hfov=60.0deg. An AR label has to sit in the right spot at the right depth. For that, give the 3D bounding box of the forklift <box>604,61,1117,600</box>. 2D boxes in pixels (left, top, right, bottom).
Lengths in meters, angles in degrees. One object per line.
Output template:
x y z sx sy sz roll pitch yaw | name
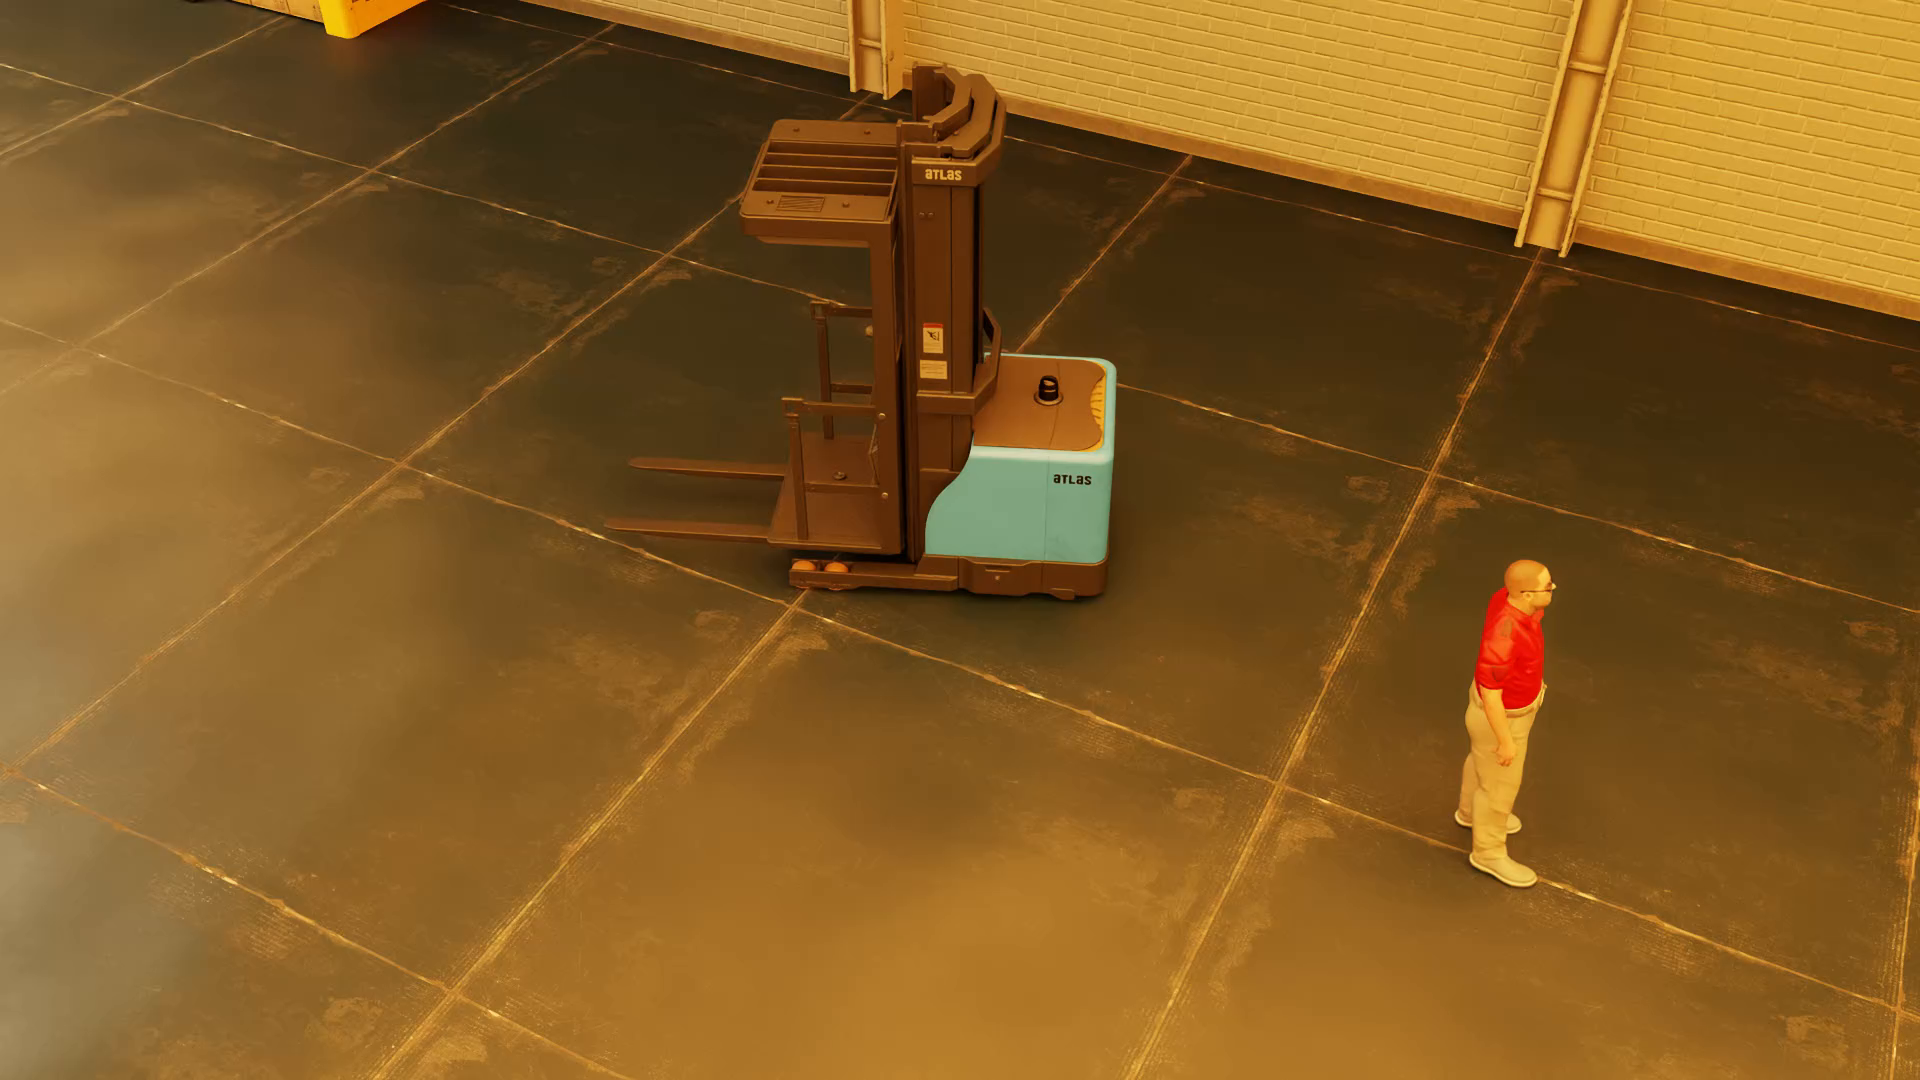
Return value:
-0.606 -1.157 9.360 3.031 2.935 1.130 3 40 4 | forklift

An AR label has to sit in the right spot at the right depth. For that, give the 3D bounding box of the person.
2.675 0.826 7.930 0.545 1.729 0.632 13 42 15 | person
